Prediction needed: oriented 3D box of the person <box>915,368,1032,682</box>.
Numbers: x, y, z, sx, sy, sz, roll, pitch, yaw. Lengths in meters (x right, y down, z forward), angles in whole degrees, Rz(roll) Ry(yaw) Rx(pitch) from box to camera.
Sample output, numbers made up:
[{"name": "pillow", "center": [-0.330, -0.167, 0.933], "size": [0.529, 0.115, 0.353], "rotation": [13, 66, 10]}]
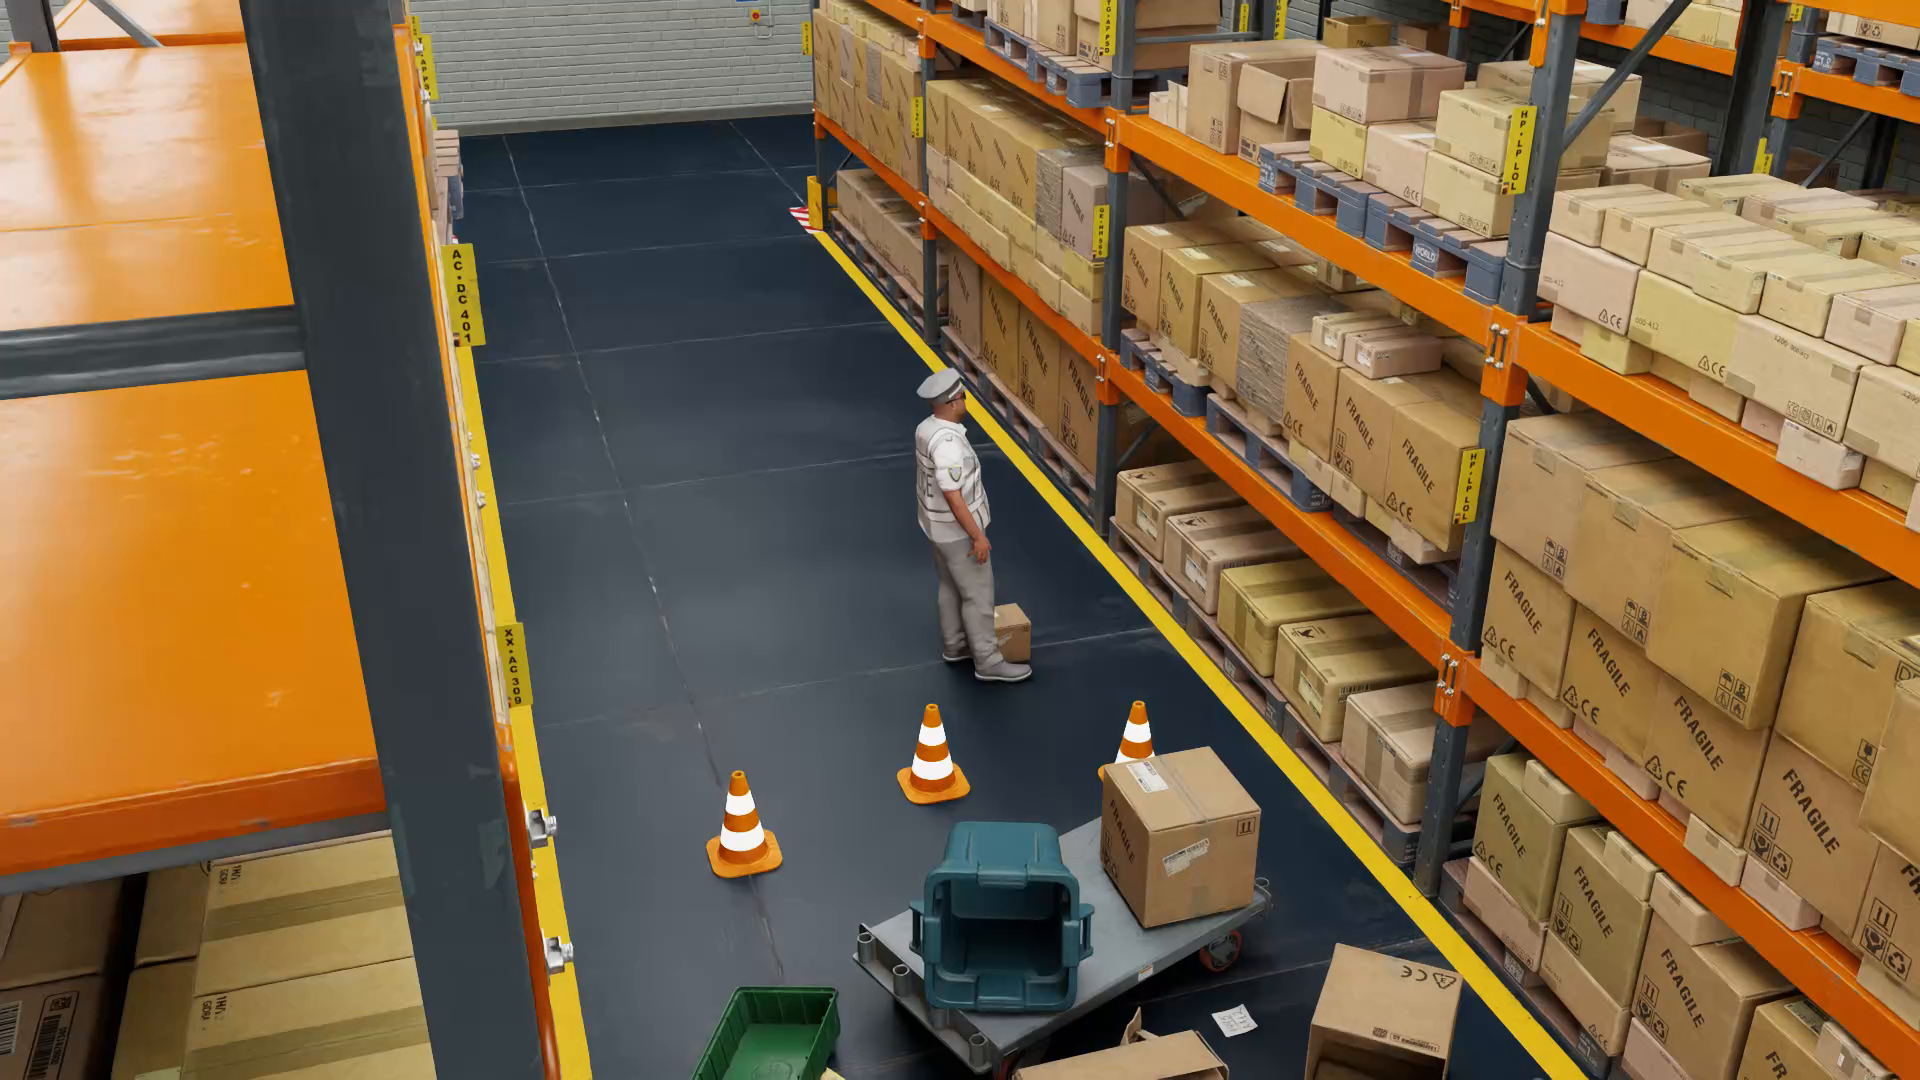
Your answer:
[{"name": "person", "center": [0.056, -0.100, 9.259], "size": [0.575, 1.778, 0.640], "rotation": [-8, 27, -16]}]
